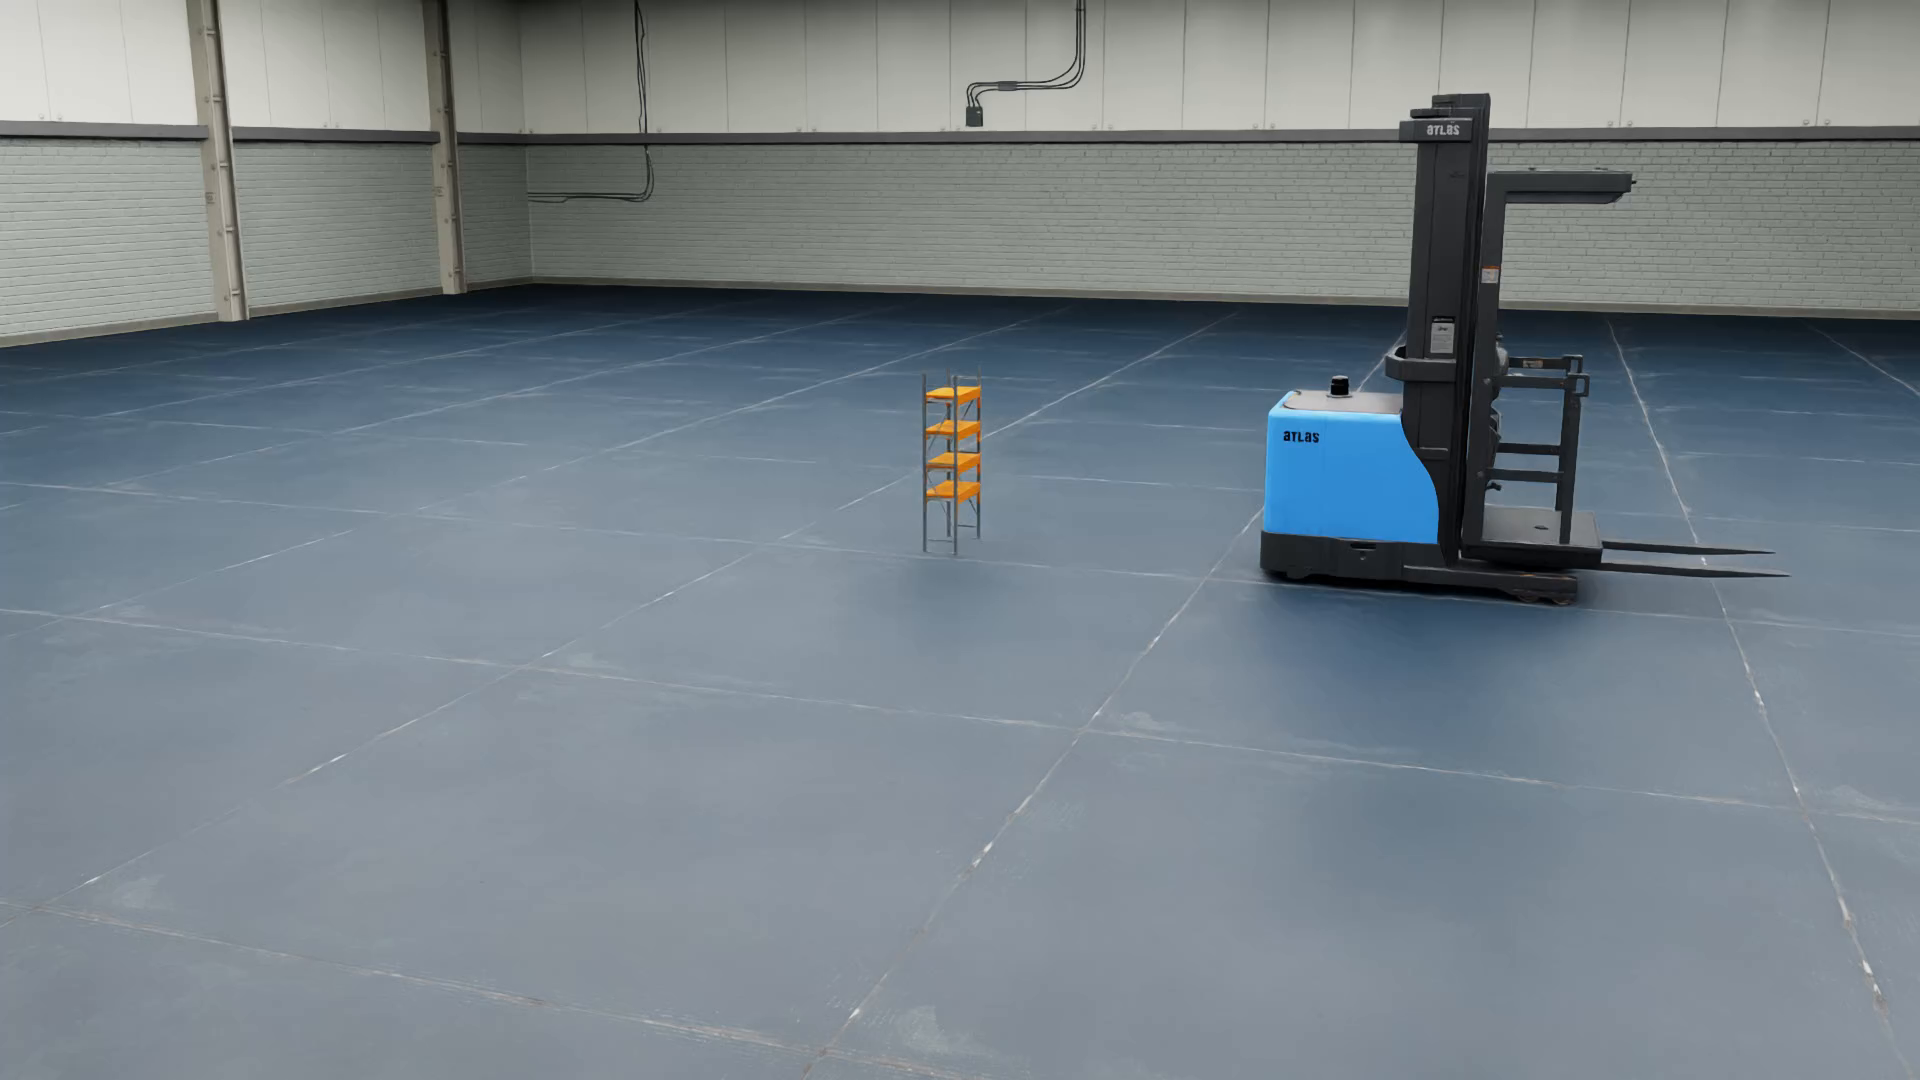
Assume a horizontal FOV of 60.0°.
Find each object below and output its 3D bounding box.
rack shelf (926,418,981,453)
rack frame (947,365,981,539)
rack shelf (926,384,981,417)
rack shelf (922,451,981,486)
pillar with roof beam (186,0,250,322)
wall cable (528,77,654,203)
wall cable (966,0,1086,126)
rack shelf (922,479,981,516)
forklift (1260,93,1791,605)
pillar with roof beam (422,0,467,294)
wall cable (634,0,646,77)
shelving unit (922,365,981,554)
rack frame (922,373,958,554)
[{"bbox_3d":[-0.054,-0.703,11.167,0.258,0.148,0.480,4,14,18],"label":"rack shelf"},{"bbox_3d":[0.025,-0.601,11.427,0.240,1.200,0.015,4,14,18],"label":"rack frame"},{"bbox_3d":[-0.054,-0.933,11.114,0.258,0.148,0.480,4,14,18],"label":"rack shelf"},{"bbox_3d":[-0.054,-0.485,11.217,0.258,0.148,0.480,4,14,18],"label":"rack shelf"},{"bbox_3d":[-7.836,-7.678,24.904,9.100,9.000,0.400,4,14,18],"label":"pillar with roof beam"},{"bbox_3d":[-7.764,-8.262,34.443,3.097,2.526,0.112,4,14,18],"label":"wall cable"},{"bbox_3d":[1.214,-10.747,30.710,2.305,6.003,0.169,4,14,18],"label":"wall cable"},{"bbox_3d":[-0.054,-0.291,11.261,0.258,0.148,0.480,4,14,18],"label":"rack shelf"},{"bbox_3d":[3.455,-1.180,10.073,3.031,2.935,1.130,4,13,17],"label":"forklift"},{"bbox_3d":[-5.895,-8.941,30.439,9.100,9.000,0.400,4,14,18],"label":"pillar with roof beam"},{"bbox_3d":[-5.204,-10.530,33.028,3.097,2.526,0.112,4,14,18],"label":"wall cable"},{"bbox_3d":[-0.054,-0.550,11.202,0.258,1.200,0.503,4,14,18],"label":"shelving unit"},{"bbox_3d":[-0.133,-0.499,10.977,0.240,1.200,0.015,4,14,18],"label":"rack frame"}]
